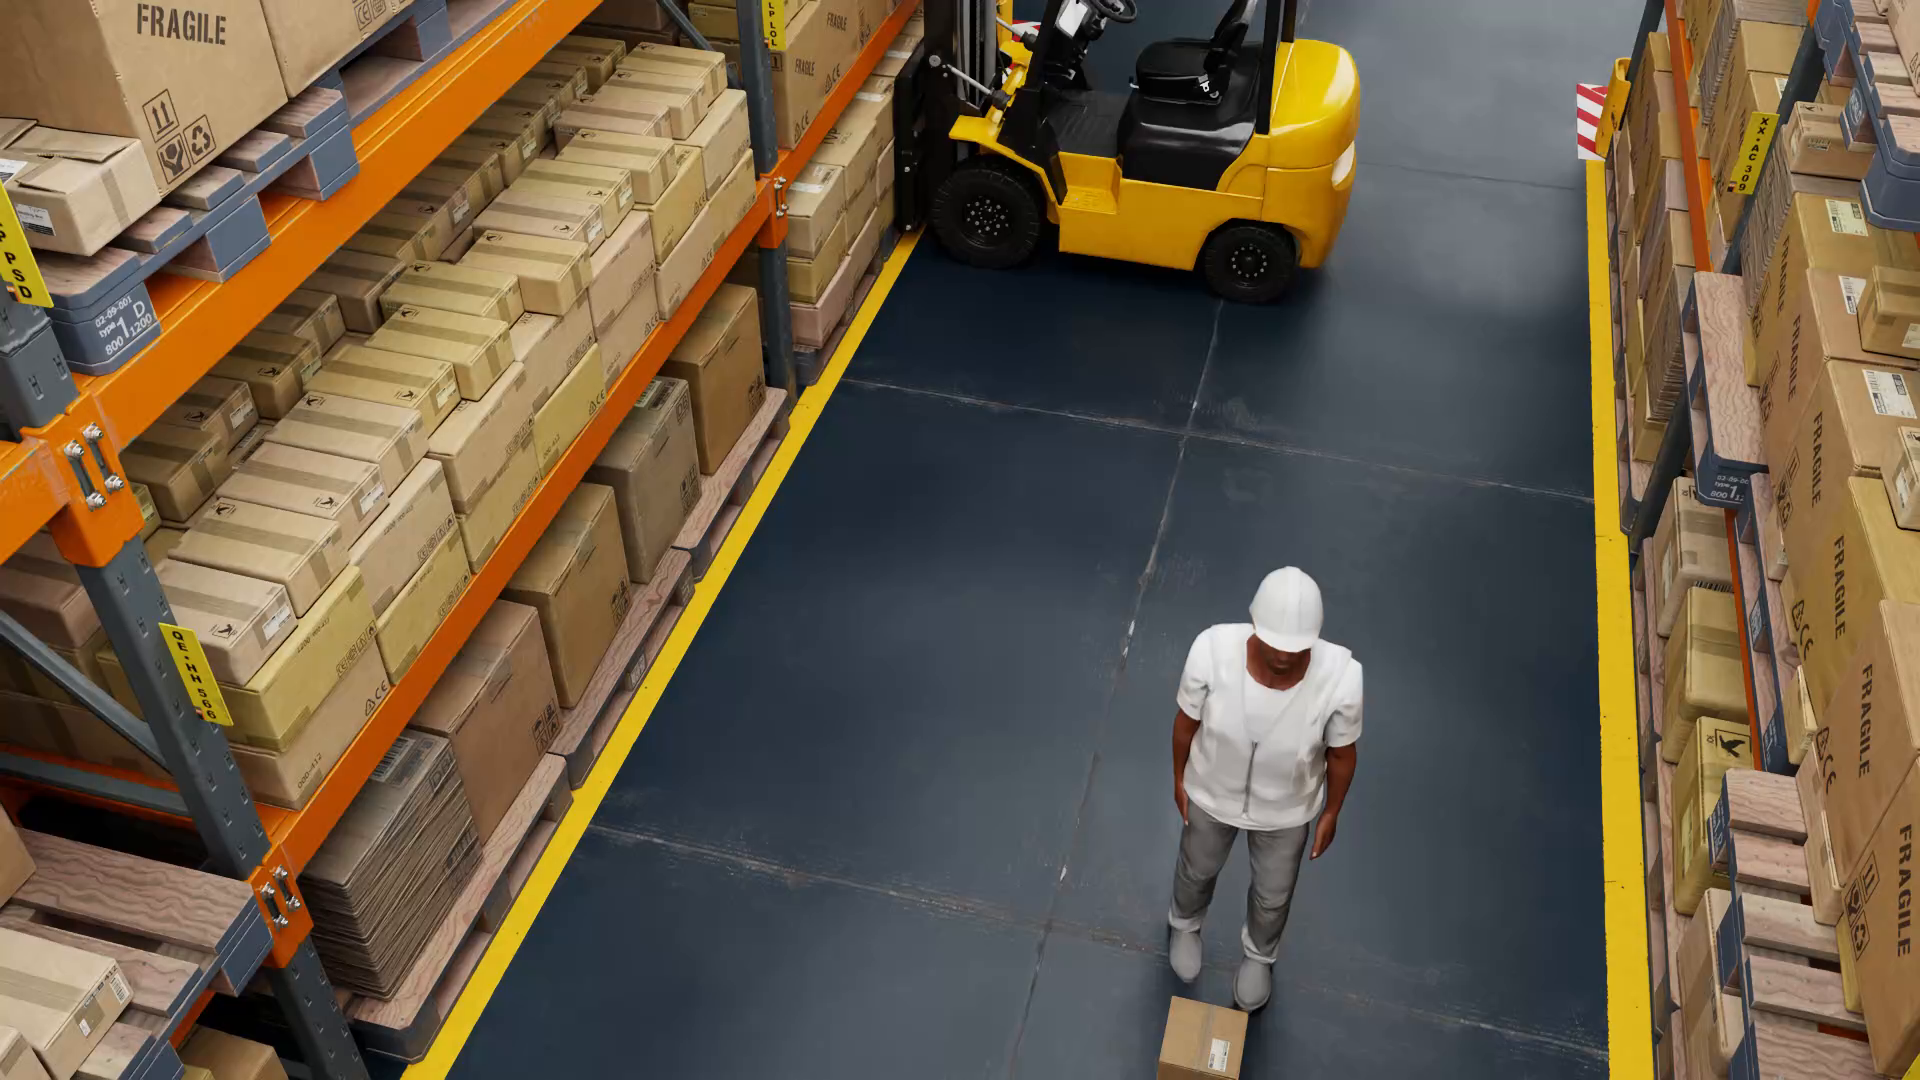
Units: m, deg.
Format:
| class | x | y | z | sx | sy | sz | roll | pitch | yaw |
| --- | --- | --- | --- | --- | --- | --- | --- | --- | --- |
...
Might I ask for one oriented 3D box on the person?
| class | x | y | z | sx | sy | sz | roll | pitch | yaw |
| --- | --- | --- | --- | --- | --- | --- | --- | --- | --- |
| person | 0.921 | 0.810 | 5.218 | 0.565 | 1.782 | 0.387 | 11 | 42 | 13 |
